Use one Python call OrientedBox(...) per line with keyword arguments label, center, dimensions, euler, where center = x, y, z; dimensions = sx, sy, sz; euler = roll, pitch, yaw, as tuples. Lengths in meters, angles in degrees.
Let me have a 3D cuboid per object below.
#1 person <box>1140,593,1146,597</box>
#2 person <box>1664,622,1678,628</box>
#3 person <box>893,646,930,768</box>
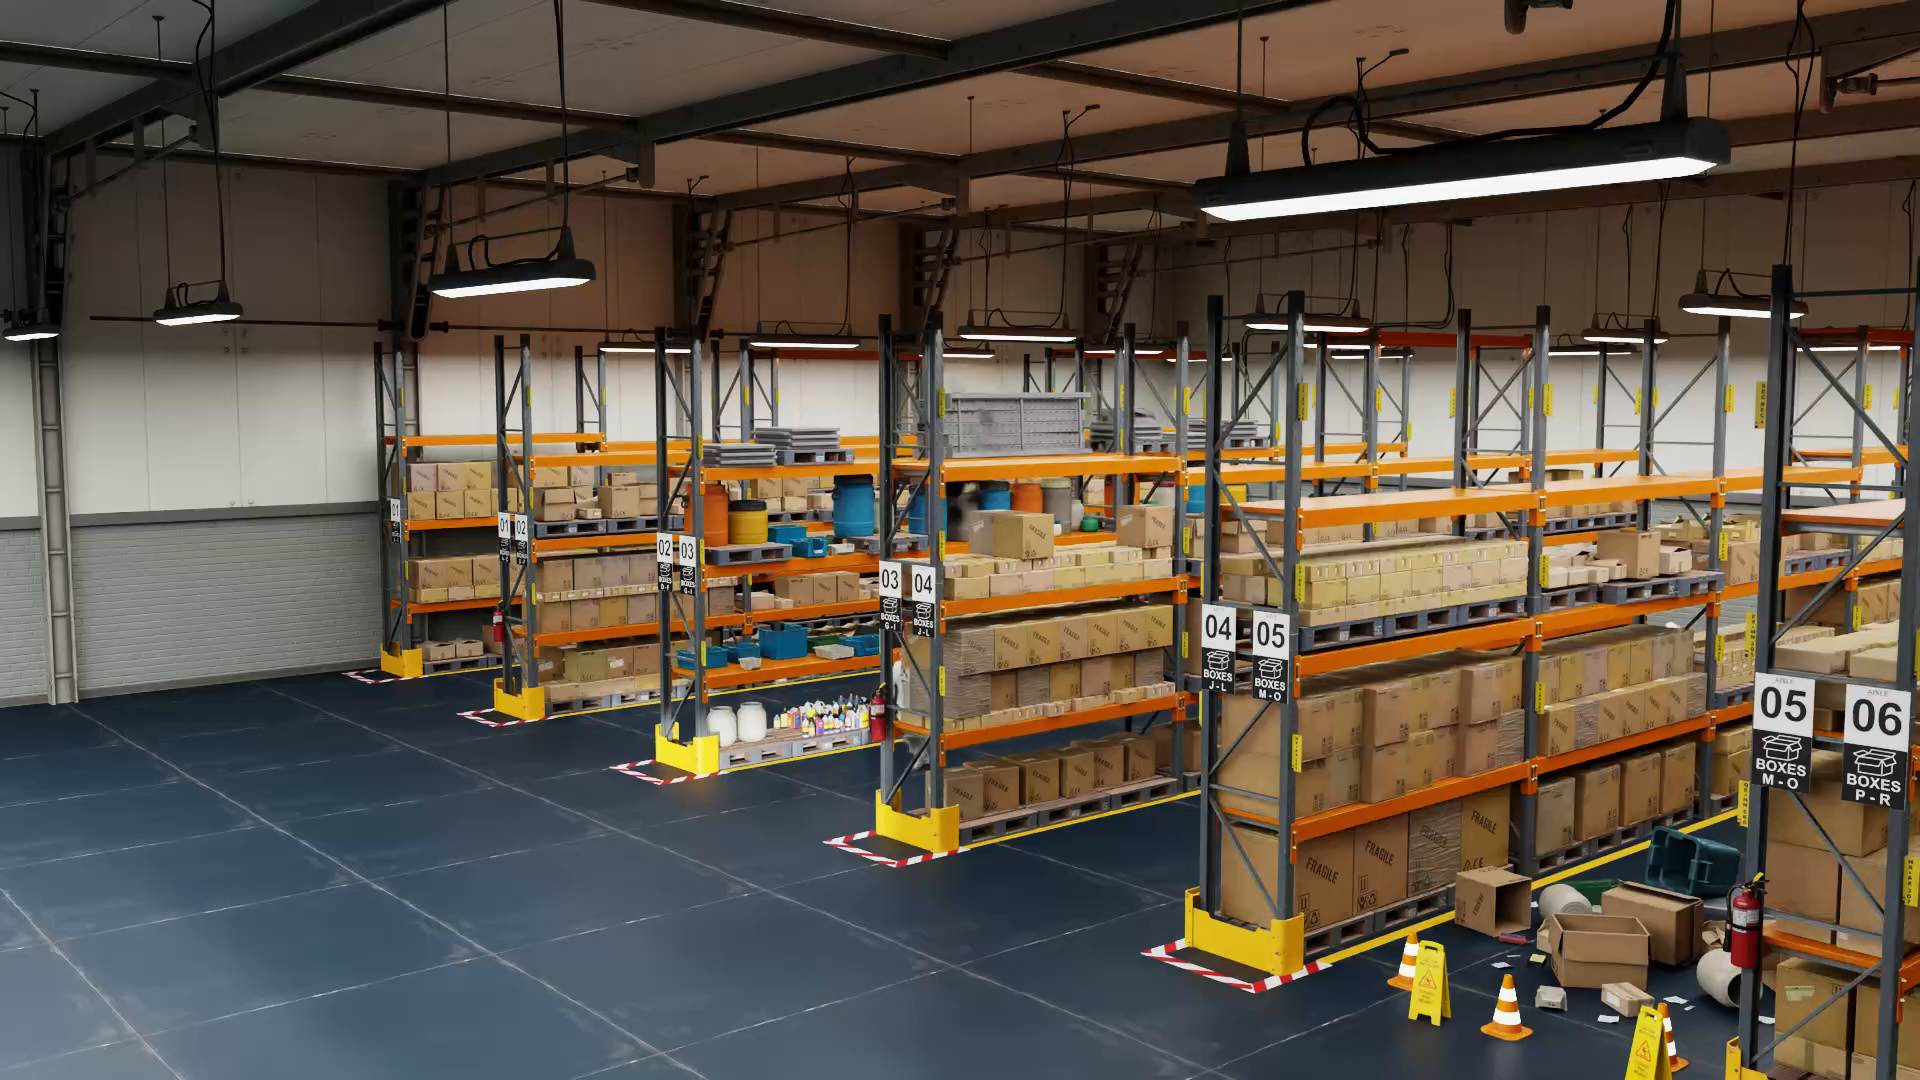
OrientedBox(label="person", center=(3.762, 1.346, 32.726), dimensions=(0.641, 1.679, 0.596), euler=(4, 6, 36))
OrientedBox(label="person", center=(10.185, 2.074, 23.959), dimensions=(0.904, 1.785, 0.644), euler=(-4, 7, -38))
OrientedBox(label="person", center=(-0.660, 2.250, 22.416), dimensions=(0.759, 1.727, 0.794), euler=(3, 6, 28))
